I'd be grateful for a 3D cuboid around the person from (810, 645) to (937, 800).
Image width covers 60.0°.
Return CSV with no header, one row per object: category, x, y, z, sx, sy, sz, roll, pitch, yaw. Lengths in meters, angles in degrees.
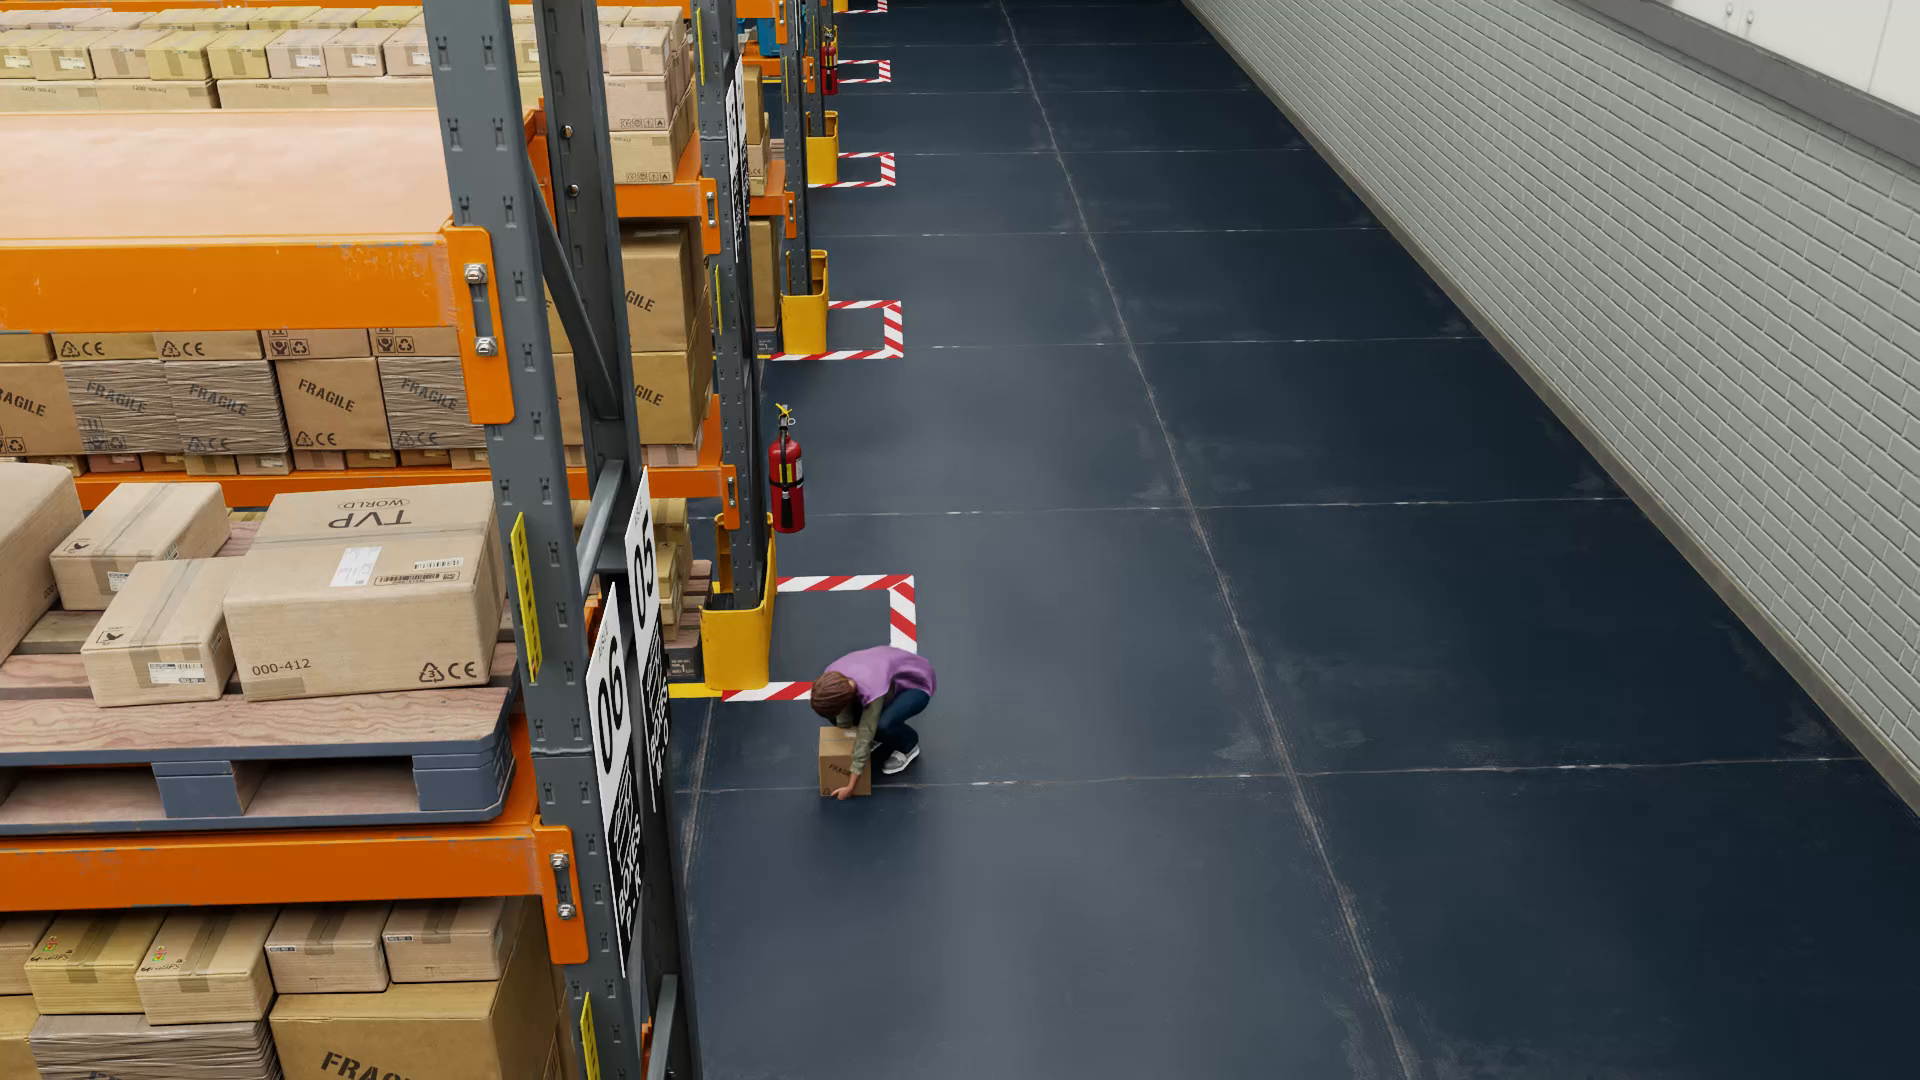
person,-0.451,0.869,8.353,0.432,0.779,0.830,23,36,37
